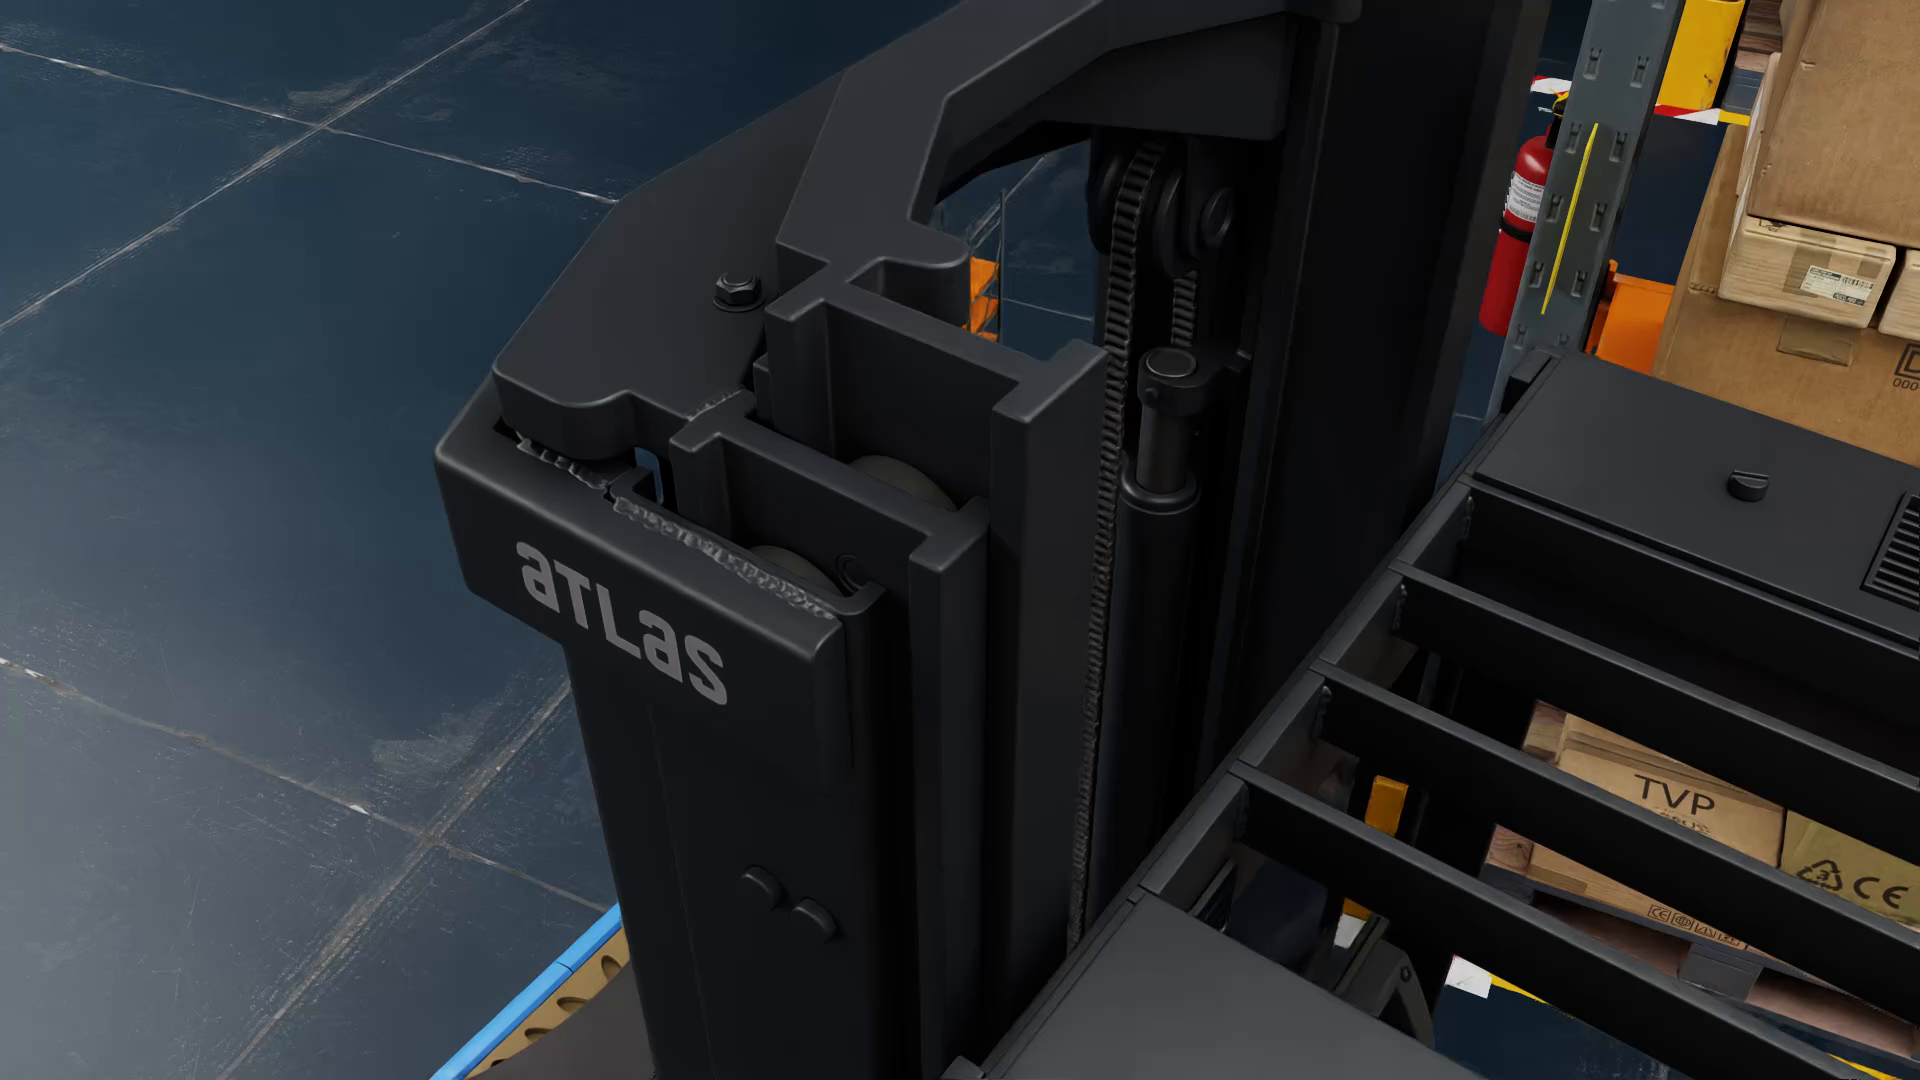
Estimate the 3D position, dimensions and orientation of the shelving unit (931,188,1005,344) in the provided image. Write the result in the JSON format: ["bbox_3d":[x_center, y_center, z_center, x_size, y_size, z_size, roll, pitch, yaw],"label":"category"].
[{"bbox_3d":[-0.013,-0.457,4.862,0.189,1.200,0.258,17,44,19],"label":"shelving unit"}]

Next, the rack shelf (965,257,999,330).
[{"bbox_3d":[-0.013,-0.696,4.655,0.180,0.103,0.258,17,44,19],"label":"rack shelf"}]

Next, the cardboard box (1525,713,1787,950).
[{"bbox_3d":[1.684,0.639,4.001,0.500,0.250,0.500,17,44,19],"label":"cardboard box"}]

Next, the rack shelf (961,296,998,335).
[{"bbox_3d":[-0.013,-0.605,4.734,0.180,0.103,0.258,17,44,19],"label":"rack shelf"}]

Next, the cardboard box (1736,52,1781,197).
[{"bbox_3d":[1.719,-0.812,3.325,0.250,0.149,0.380,16,44,18],"label":"cardboard box"}]

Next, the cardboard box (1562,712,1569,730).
[{"bbox_3d":[1.903,0.332,4.356,0.500,0.250,0.500,17,44,19],"label":"cardboard box"}]

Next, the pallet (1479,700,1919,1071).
[{"bbox_3d":[2.003,0.719,4.259,1.213,0.211,1.003,17,44,19],"label":"pallet"}]

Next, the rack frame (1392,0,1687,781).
[{"bbox_3d":[1.292,-0.522,3.562,0.127,3.000,1.000,17,44,19],"label":"rack frame"}]

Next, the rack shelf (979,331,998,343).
[{"bbox_3d":[-0.013,-0.514,4.812,0.180,0.103,0.258,17,44,19],"label":"rack shelf"}]

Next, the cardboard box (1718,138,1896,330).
[{"bbox_3d":[1.557,-0.568,3.044,0.250,0.149,0.380,17,44,18],"label":"cardboard box"}]

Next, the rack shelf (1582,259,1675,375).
[{"bbox_3d":[3.105,0.304,3.158,4.000,0.370,1.077,17,44,19],"label":"rack shelf"}]

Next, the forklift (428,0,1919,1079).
[{"bbox_3d":[0.522,0.976,1.887,3.031,2.935,1.130,25,47,26],"label":"forklift"}]

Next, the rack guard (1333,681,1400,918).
[{"bbox_3d":[1.271,0.416,4.388,0.348,0.500,1.175,17,44,19],"label":"rack guard"}]

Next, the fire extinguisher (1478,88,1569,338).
[{"bbox_3d":[1.382,-0.801,3.943,0.183,0.674,0.296,17,44,19],"label":"fire extinguisher"}]

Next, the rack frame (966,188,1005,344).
[{"bbox_3d":[0.070,-0.432,4.832,0.006,1.200,0.240,17,44,19],"label":"rack frame"}]

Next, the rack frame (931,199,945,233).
[{"bbox_3d":[-0.096,-0.483,4.891,0.006,1.200,0.240,17,44,19],"label":"rack frame"}]

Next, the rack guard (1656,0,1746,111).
[{"bbox_3d":[3.452,-2.497,7.749,0.348,0.500,1.175,17,44,19],"label":"rack guard"}]

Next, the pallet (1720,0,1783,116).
[{"bbox_3d":[4.174,-2.142,7.560,1.213,0.211,1.003,17,44,19],"label":"pallet"}]

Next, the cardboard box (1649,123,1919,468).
[{"bbox_3d":[1.710,-0.423,3.371,0.500,0.500,0.700,17,44,19],"label":"cardboard box"}]

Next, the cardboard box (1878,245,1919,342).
[{"bbox_3d":[1.797,-0.497,2.961,0.250,0.149,0.380,16,43,18],"label":"cardboard box"}]

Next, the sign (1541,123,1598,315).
[{"bbox_3d":[1.052,-0.551,2.874,0.005,0.325,0.100,17,44,19],"label":"sign"}]

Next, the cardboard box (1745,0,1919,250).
[{"bbox_3d":[1.758,-0.898,2.929,0.500,0.500,0.700,17,44,19],"label":"cardboard box"}]

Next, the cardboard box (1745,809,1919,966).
[{"bbox_3d":[2.139,0.776,3.844,0.500,0.250,0.500,17,44,19],"label":"cardboard box"}]

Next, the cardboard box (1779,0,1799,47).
[{"bbox_3d":[3.973,-2.368,7.409,0.500,0.311,0.500,12,42,14],"label":"cardboard box"}]

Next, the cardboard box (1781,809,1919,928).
[{"bbox_3d":[2.138,0.493,3.597,0.500,0.500,0.500,17,44,19],"label":"cardboard box"}]
